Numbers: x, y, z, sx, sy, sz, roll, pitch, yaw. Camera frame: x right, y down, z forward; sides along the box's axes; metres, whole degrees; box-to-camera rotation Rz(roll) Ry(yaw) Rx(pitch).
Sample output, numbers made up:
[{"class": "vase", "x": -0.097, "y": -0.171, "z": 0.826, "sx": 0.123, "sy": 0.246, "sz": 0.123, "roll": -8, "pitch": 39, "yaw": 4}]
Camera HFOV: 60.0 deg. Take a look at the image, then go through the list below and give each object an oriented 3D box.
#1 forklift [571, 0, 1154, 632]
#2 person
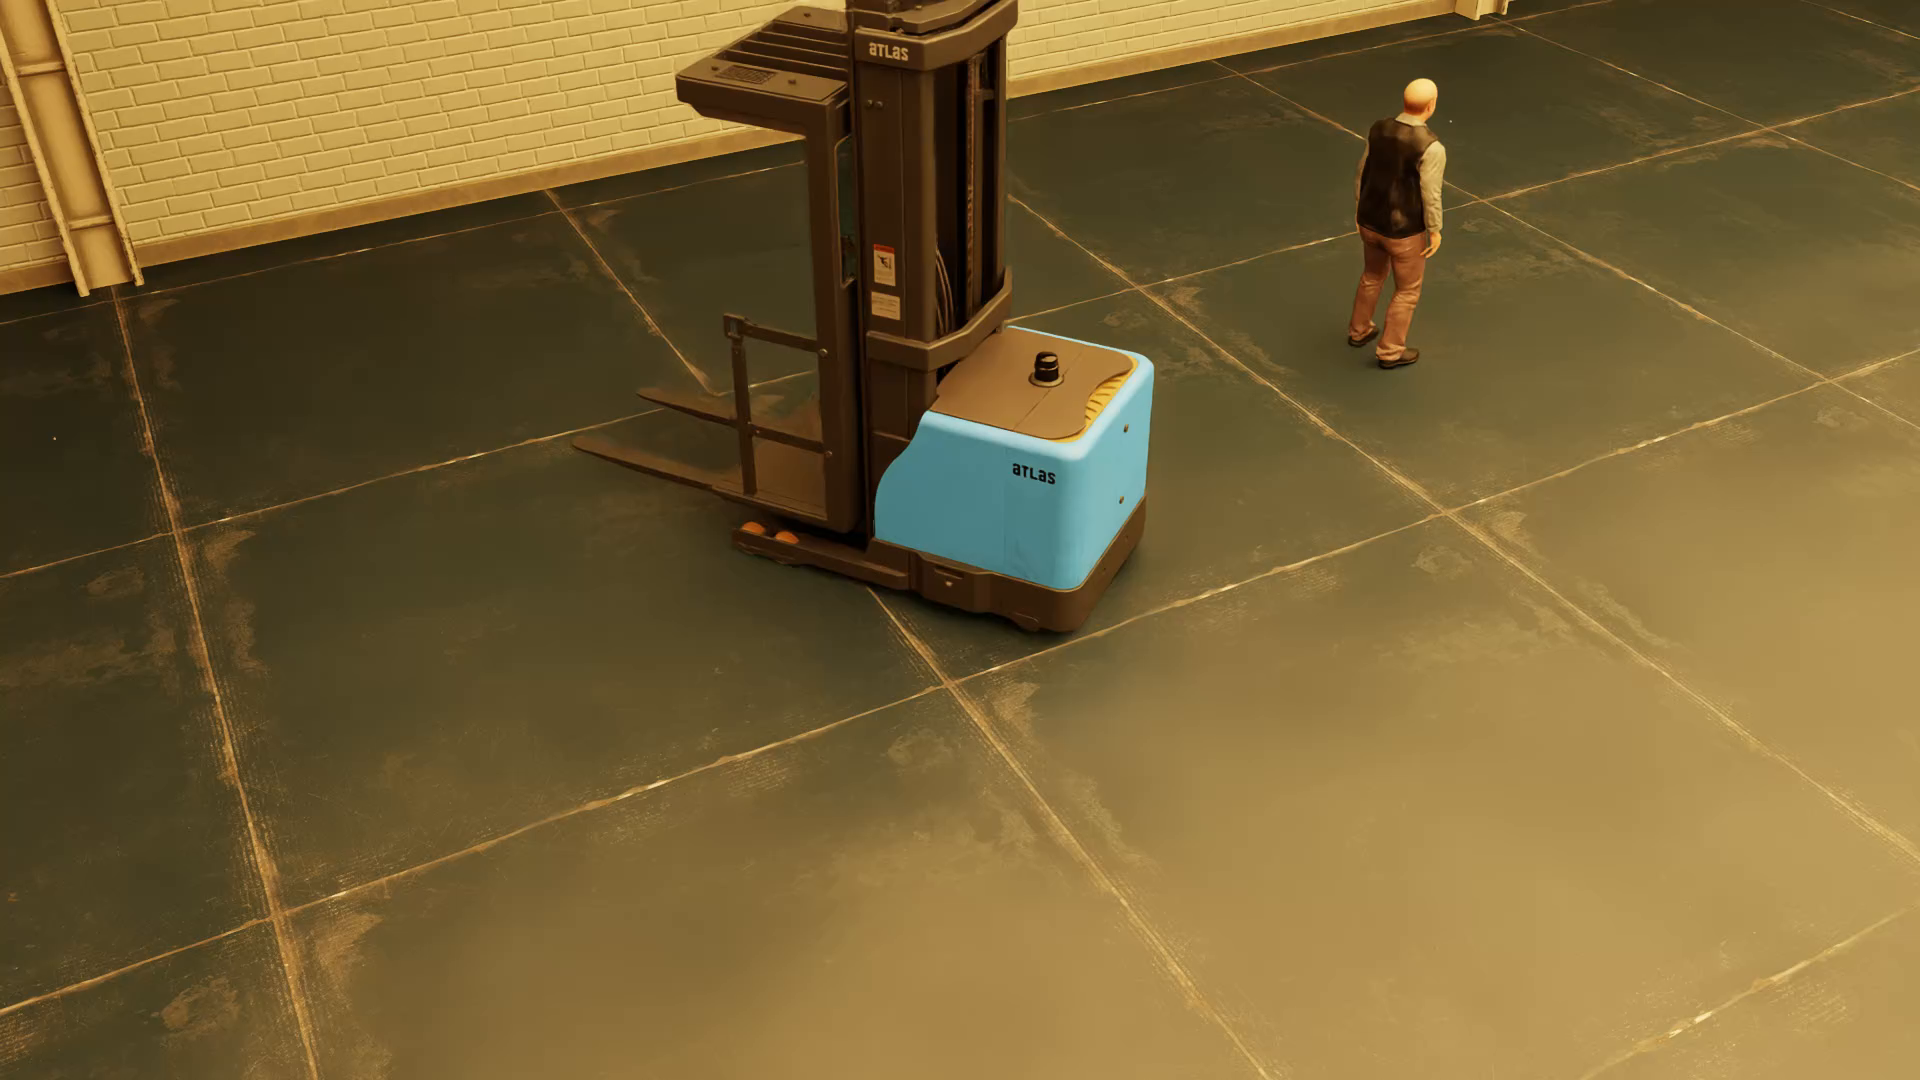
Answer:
[{"class": "forklift", "x": -0.602, "y": -1.331, "z": 8.006, "sx": 3.031, "sy": 2.935, "sz": 1.130, "roll": 15, "pitch": 38, "yaw": 21}, {"class": "person", "x": 2.579, "y": -1.861, "z": 9.816, "sx": 0.451, "sy": 1.727, "sz": 0.590, "roll": -24, "pitch": 42, "yaw": -29}]
